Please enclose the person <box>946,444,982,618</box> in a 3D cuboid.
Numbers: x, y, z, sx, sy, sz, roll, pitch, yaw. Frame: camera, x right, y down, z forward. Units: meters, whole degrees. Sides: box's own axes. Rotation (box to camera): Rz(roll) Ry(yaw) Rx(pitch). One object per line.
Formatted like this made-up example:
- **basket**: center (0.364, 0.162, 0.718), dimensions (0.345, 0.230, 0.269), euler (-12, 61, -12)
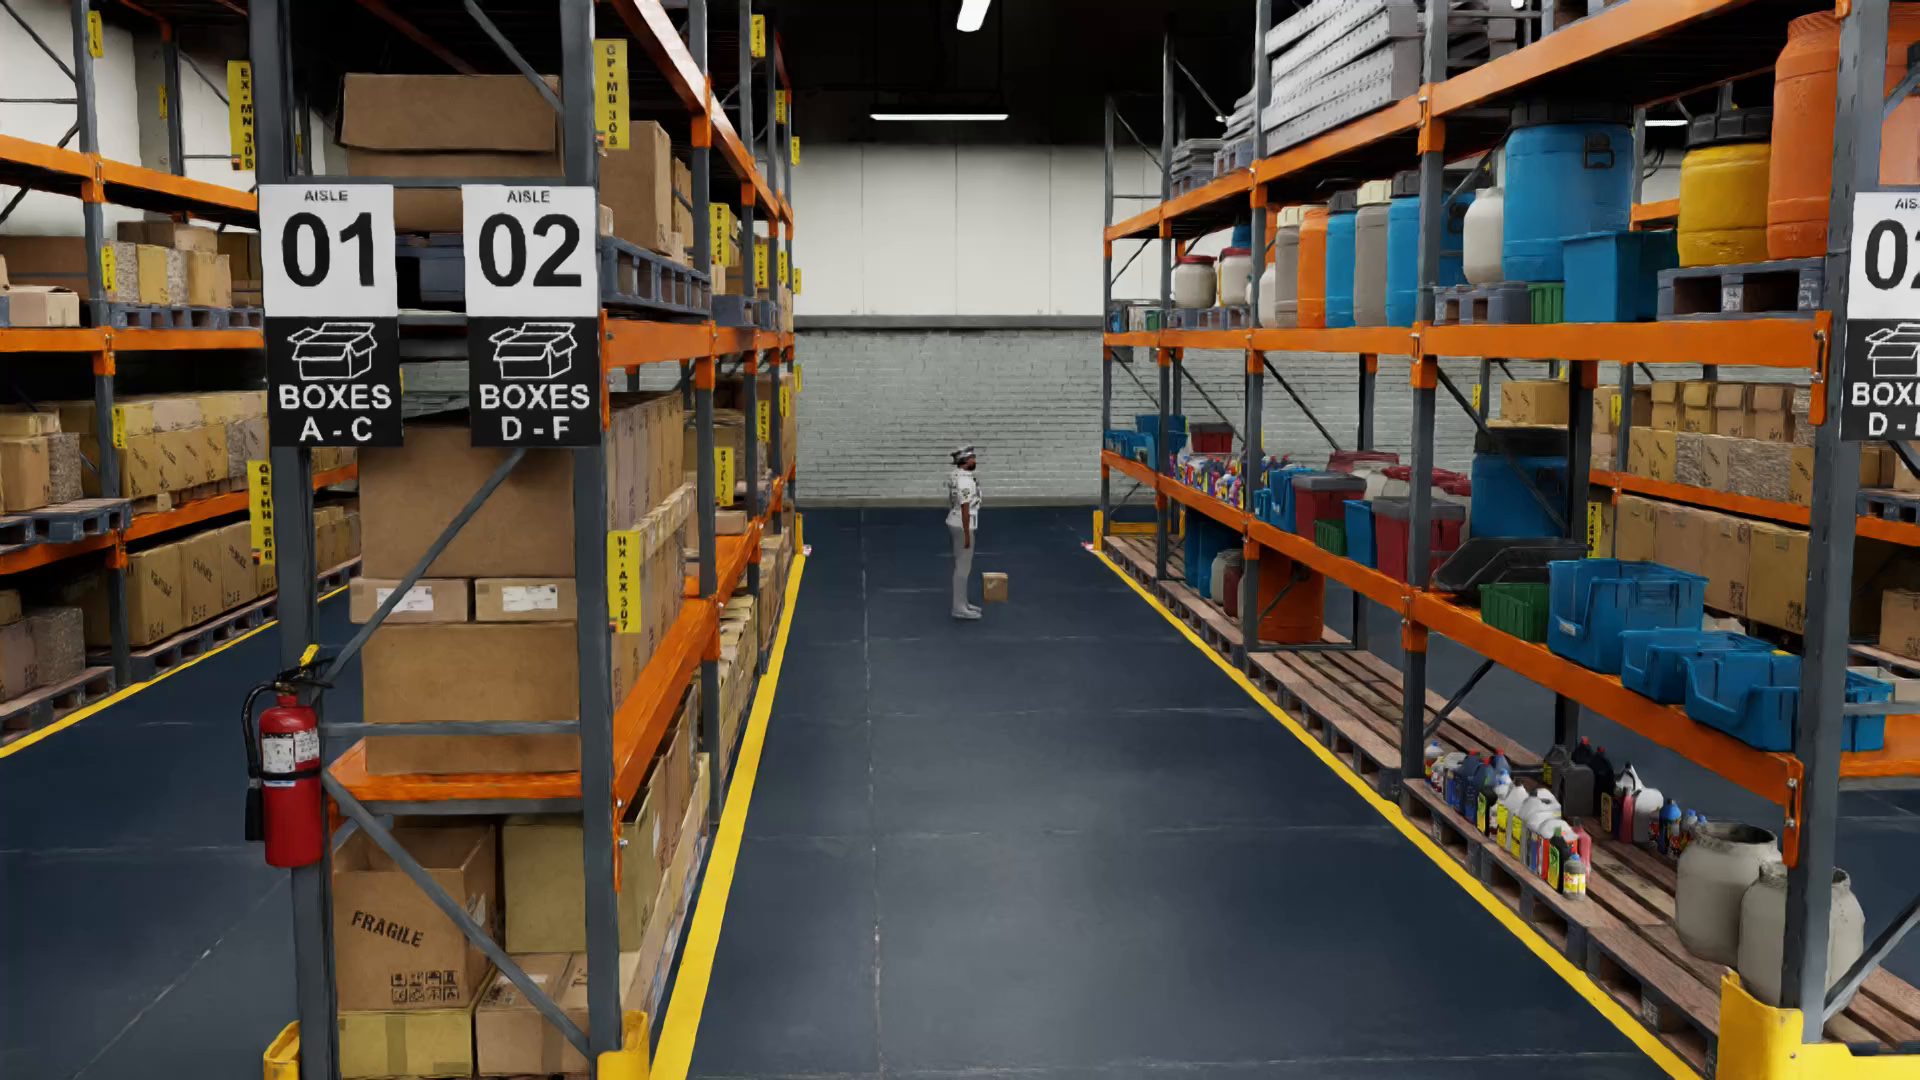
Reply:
- **person**: center (0.045, -0.098, 16.306), dimensions (0.361, 1.686, 0.493), euler (-1, 7, -8)
